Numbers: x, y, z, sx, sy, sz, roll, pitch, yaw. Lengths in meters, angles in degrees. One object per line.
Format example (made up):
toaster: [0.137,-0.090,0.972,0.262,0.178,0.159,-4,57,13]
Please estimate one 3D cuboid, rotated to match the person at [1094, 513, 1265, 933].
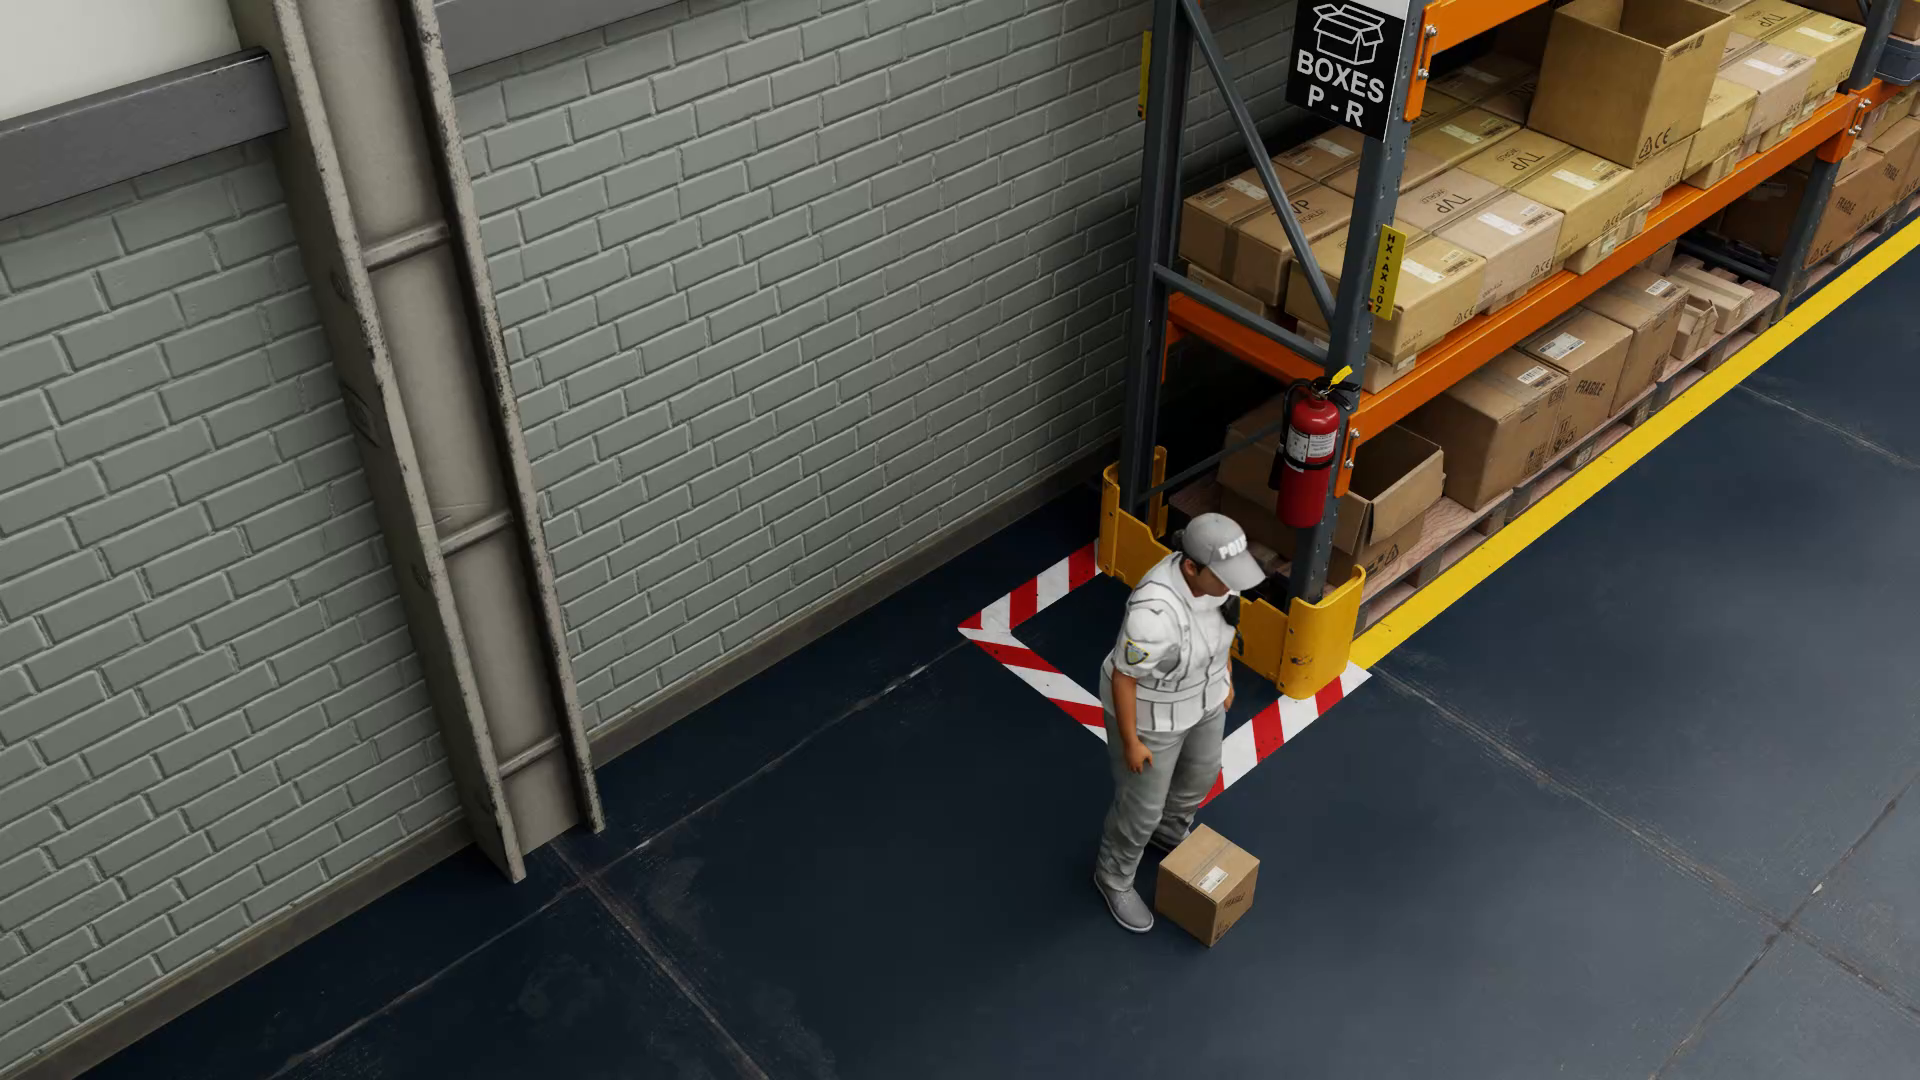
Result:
person: [0.707,0.564,5.480,0.540,1.667,0.466,-30,49,-31]
